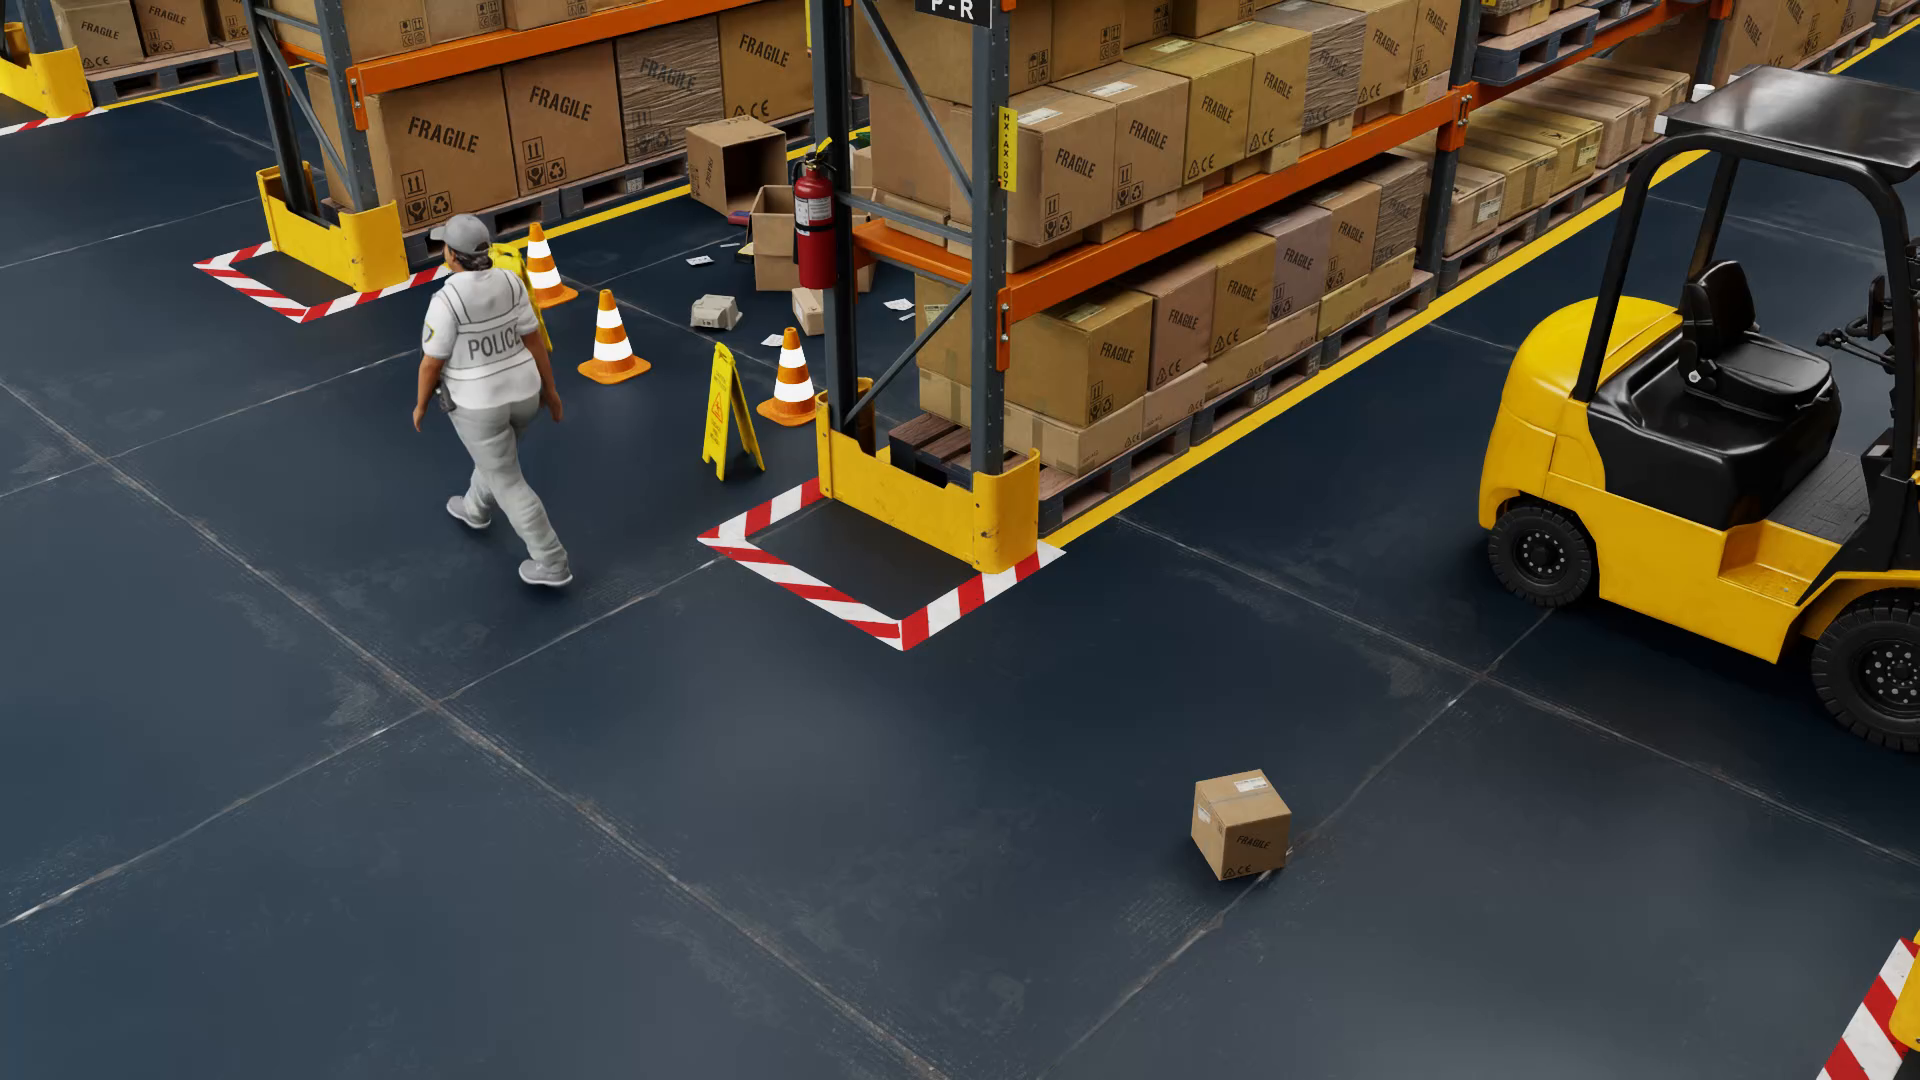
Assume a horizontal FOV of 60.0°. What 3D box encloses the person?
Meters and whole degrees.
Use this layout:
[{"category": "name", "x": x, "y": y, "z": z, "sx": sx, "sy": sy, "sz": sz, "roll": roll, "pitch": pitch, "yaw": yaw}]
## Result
[{"category": "person", "x": -2.074, "y": -0.639, "z": 7.161, "sx": 1.001, "sy": 1.598, "sz": 0.526, "roll": 21, "pitch": 37, "yaw": 30}]
